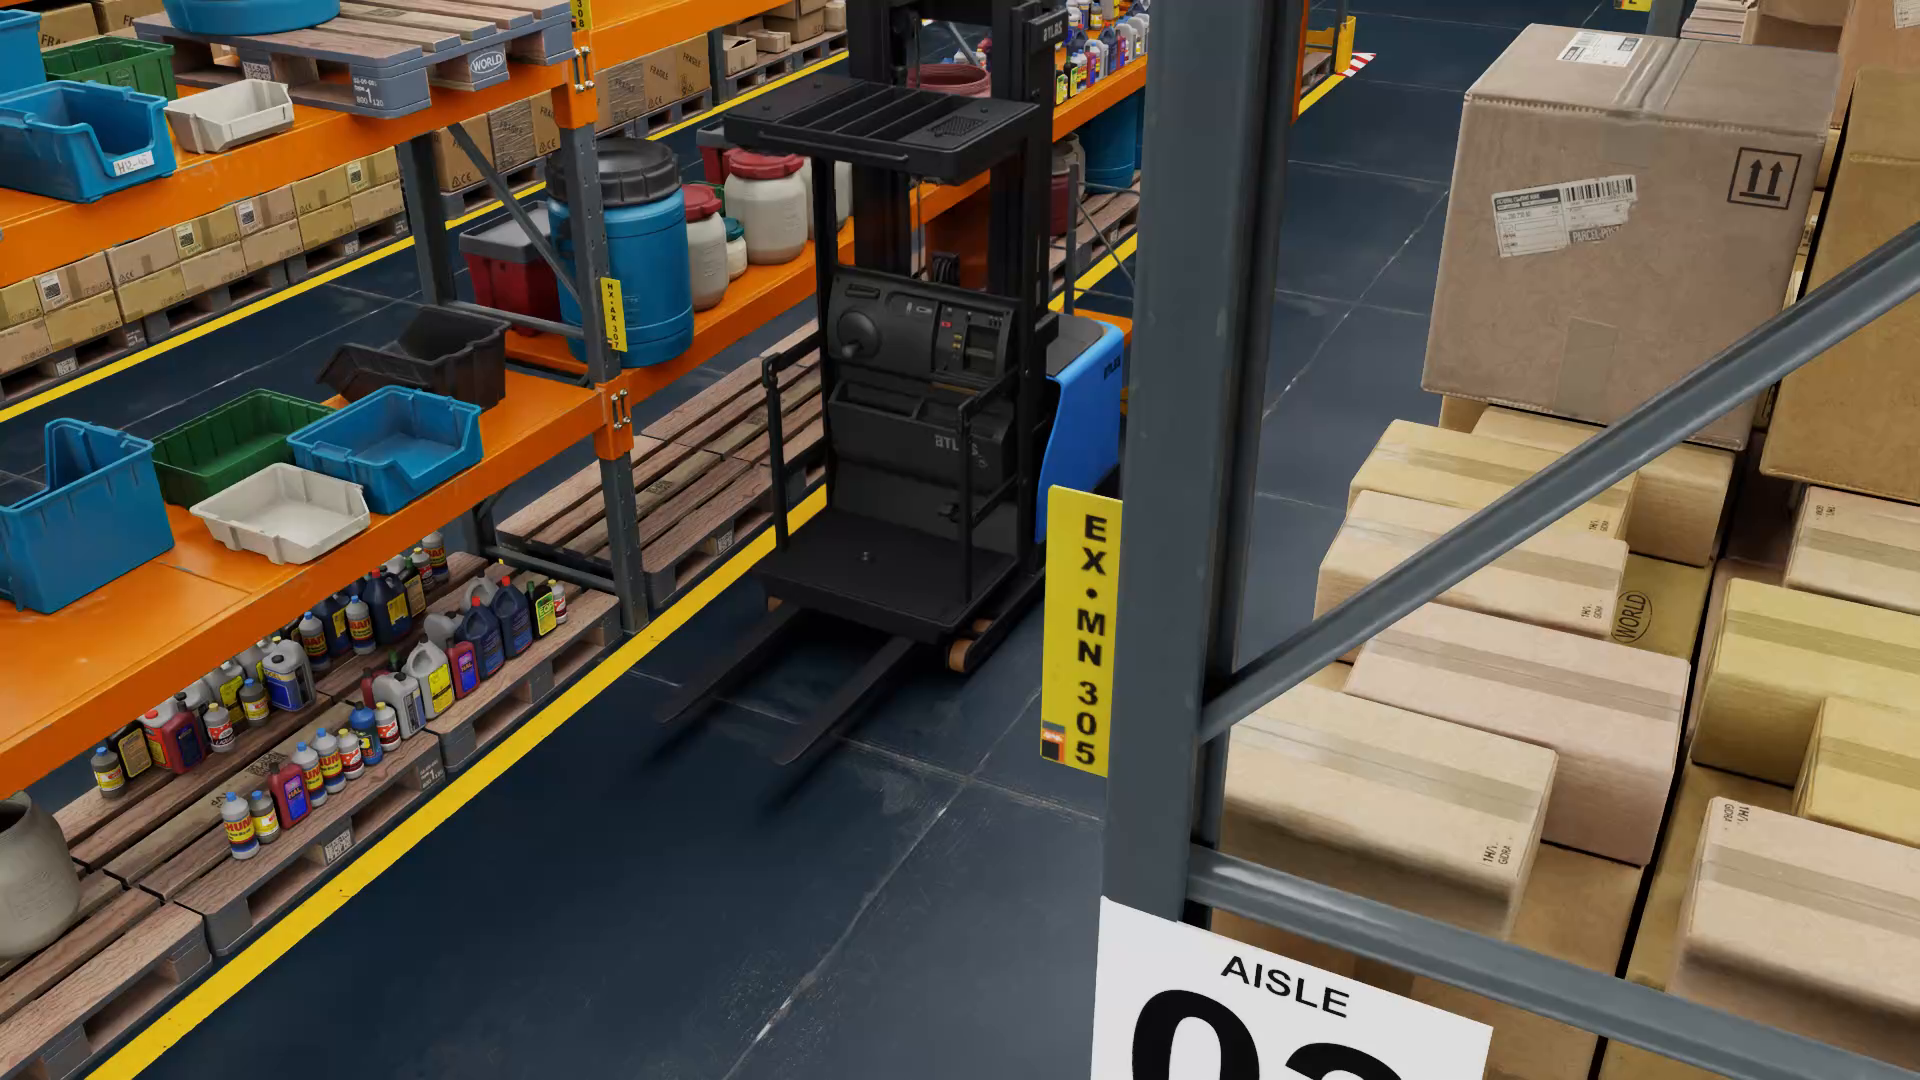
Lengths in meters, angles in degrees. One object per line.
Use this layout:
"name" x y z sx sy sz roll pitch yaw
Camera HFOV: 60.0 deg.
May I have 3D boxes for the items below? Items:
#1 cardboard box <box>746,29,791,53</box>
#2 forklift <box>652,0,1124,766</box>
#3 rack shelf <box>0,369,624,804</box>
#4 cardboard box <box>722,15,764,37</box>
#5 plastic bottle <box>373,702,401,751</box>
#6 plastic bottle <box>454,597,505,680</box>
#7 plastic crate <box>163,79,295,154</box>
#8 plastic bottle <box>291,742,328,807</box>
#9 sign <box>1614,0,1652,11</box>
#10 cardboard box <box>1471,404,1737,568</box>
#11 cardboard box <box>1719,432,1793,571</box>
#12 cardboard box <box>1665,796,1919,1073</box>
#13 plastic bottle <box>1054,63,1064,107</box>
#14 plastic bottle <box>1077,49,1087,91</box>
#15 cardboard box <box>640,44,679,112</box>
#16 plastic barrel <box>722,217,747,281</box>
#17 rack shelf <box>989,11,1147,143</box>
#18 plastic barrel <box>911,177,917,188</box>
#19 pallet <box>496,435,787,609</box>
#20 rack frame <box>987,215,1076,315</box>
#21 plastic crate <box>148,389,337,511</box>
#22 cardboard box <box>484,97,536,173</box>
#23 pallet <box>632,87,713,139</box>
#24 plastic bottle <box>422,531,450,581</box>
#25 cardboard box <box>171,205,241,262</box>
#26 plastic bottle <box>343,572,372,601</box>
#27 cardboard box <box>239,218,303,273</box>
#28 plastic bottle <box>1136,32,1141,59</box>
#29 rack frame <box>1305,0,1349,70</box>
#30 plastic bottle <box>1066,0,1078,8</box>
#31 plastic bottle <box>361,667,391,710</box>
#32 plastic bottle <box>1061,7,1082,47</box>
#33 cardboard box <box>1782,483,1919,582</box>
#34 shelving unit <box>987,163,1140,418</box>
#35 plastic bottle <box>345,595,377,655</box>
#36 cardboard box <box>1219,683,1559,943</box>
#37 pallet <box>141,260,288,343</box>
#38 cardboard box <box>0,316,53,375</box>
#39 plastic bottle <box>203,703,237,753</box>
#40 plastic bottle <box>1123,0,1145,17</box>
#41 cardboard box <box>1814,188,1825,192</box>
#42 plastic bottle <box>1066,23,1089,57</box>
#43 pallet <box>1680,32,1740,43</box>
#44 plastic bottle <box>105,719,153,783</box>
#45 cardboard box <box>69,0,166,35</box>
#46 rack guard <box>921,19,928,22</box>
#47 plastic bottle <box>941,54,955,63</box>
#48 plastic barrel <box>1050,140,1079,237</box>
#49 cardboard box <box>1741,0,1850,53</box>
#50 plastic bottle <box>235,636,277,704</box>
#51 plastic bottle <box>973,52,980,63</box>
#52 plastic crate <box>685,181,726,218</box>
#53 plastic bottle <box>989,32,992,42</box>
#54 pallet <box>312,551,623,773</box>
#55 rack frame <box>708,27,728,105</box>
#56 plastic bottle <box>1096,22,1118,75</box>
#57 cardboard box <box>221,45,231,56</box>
"cardboard box" -1.966 -5.135 17.083 0.380 0.166 0.250 14 33 23
"forklift" -0.287 -0.910 7.391 1.130 2.935 3.031 15 33 24
"rack shelf" -2.883 0.221 6.076 1.077 0.370 4.000 14 33 23
"cardboard box" -2.386 -5.324 17.267 0.500 0.311 0.500 14 33 23
"plastic bottle" -2.350 0.754 6.794 0.097 0.201 0.097 0 30 0
"plastic bottle" -2.096 0.416 7.232 0.144 0.351 0.185 13 32 21
"plastic crate" -2.343 -1.361 5.361 0.243 0.136 0.396 14 33 23
"plastic bottle" -2.534 0.903 6.464 0.097 0.271 0.097 0 30 0
"sign" 1.942 -1.674 4.727 0.100 0.325 0.005 14 33 23
"cardboard box" 1.031 -0.117 2.679 0.380 0.149 0.250 15 33 24
"cardboard box" 1.524 0.079 2.738 0.500 0.250 0.500 14 33 23
"cardboard box" 0.947 0.441 1.709 0.380 0.149 0.250 14 33 23
"plastic bottle" 0.648 -3.073 11.207 0.061 0.283 0.133 14 33 23
"plastic bottle" 0.834 -3.269 11.559 0.097 0.271 0.097 0 30 0
"cardboard box" -2.937 -4.256 15.217 0.500 0.500 0.500 14 33 23
"plastic barrel" -1.232 -1.470 8.436 0.301 0.262 0.301 0 30 0
"rack shelf" 0.762 -3.326 12.252 1.077 0.370 4.000 14 33 23
"plastic barrel" -0.428 -2.295 9.622 0.421 0.512 0.421 0 30 0
"pallet" -1.648 -0.126 8.757 1.003 0.211 1.213 14 33 23
"rack frame" 0.369 -0.987 8.963 0.500 1.500 0.032 15 33 24
"plastic crate" -2.841 -0.348 6.557 0.450 0.188 0.662 14 33 23
"cardboard box" -3.862 -3.354 13.646 0.500 0.500 0.500 13 32 22
"pallet" -3.072 -4.071 15.628 1.003 0.211 1.213 14 33 23
"plastic bottle" -2.507 0.056 7.938 0.097 0.271 0.097 0 30 0
"cardboard box" -5.270 -2.145 11.249 0.500 0.311 0.500 15 33 25
"plastic bottle" -2.709 0.244 7.532 0.144 0.351 0.185 15 33 25
"cardboard box" -5.043 -2.126 11.780 0.500 0.250 0.500 15 33 24
"plastic bottle" 1.295 -3.687 12.359 0.097 0.201 0.097 0 30 0
"rack frame" 3.495 -6.298 16.705 1.000 3.000 0.127 14 33 23
"plastic bottle" 0.879 -4.143 13.081 0.097 0.271 0.097 0 30 0
"plastic bottle" -2.415 0.636 6.917 0.061 0.283 0.133 14 33 23
"plastic bottle" 0.836 -3.907 12.666 0.152 0.276 0.135 14 33 23
"cardboard box" 1.458 -0.004 2.482 0.380 0.149 0.250 14 33 23
"shelving unit" 0.614 -1.214 9.359 0.587 1.500 1.083 15 33 24
"plastic bottle" -2.667 0.370 7.392 0.097 0.271 0.097 0 30 0
"cardboard box" 0.464 0.316 1.925 0.380 0.149 0.250 14 33 23
"pallet" -5.524 -1.772 11.624 1.003 0.211 1.213 14 33 23
"cardboard box" -5.975 -1.216 10.194 0.500 0.250 0.500 13 33 22
"plastic bottle" -3.025 0.757 6.787 0.097 0.201 0.097 0 30 0
"plastic bottle" 1.333 -3.972 12.704 0.144 0.351 0.185 14 33 23
"cardboard box" 2.462 -0.829 4.320 0.500 0.250 0.500 16 33 25
"plastic bottle" 0.847 -3.508 11.896 0.144 0.351 0.185 14 33 23
"pallet" 2.814 -1.323 5.219 1.213 0.211 1.003 14 33 23
"plastic bottle" -3.310 0.813 6.608 0.061 0.283 0.133 15 33 24
"cardboard box" -8.112 -4.932 16.063 0.750 0.750 0.750 14 33 23
"rack guard" -0.947 -6.305 19.228 1.175 0.500 0.348 14 33 23
"plastic bottle" -0.082 -3.207 11.452 0.097 0.271 0.097 0 30 0
"plastic barrel" 0.573 -2.609 12.281 0.600 0.588 0.708 14 33 23
"cardboard box" 2.740 -1.568 4.931 0.797 0.503 0.637 13 32 21
"plastic bottle" -2.988 0.516 7.058 0.144 0.351 0.185 14 33 23
"plastic bottle" 0.095 -3.349 11.770 0.097 0.201 0.097 0 30 0
"plastic crate" -1.429 -1.722 8.950 0.450 0.188 0.662 14 33 23
"plastic bottle" 0.285 -3.574 12.011 0.144 0.351 0.185 14 33 23
"pallet" -2.315 0.520 7.633 1.003 0.211 1.213 14 33 23
"rack frame" -2.735 -5.650 15.576 1.000 3.000 0.127 14 33 23
"plastic bottle" 1.044 -3.533 11.940 0.144 0.351 0.185 14 33 23
"cardboard box" -5.137 -3.485 11.897 0.500 0.311 0.500 14 33 23
